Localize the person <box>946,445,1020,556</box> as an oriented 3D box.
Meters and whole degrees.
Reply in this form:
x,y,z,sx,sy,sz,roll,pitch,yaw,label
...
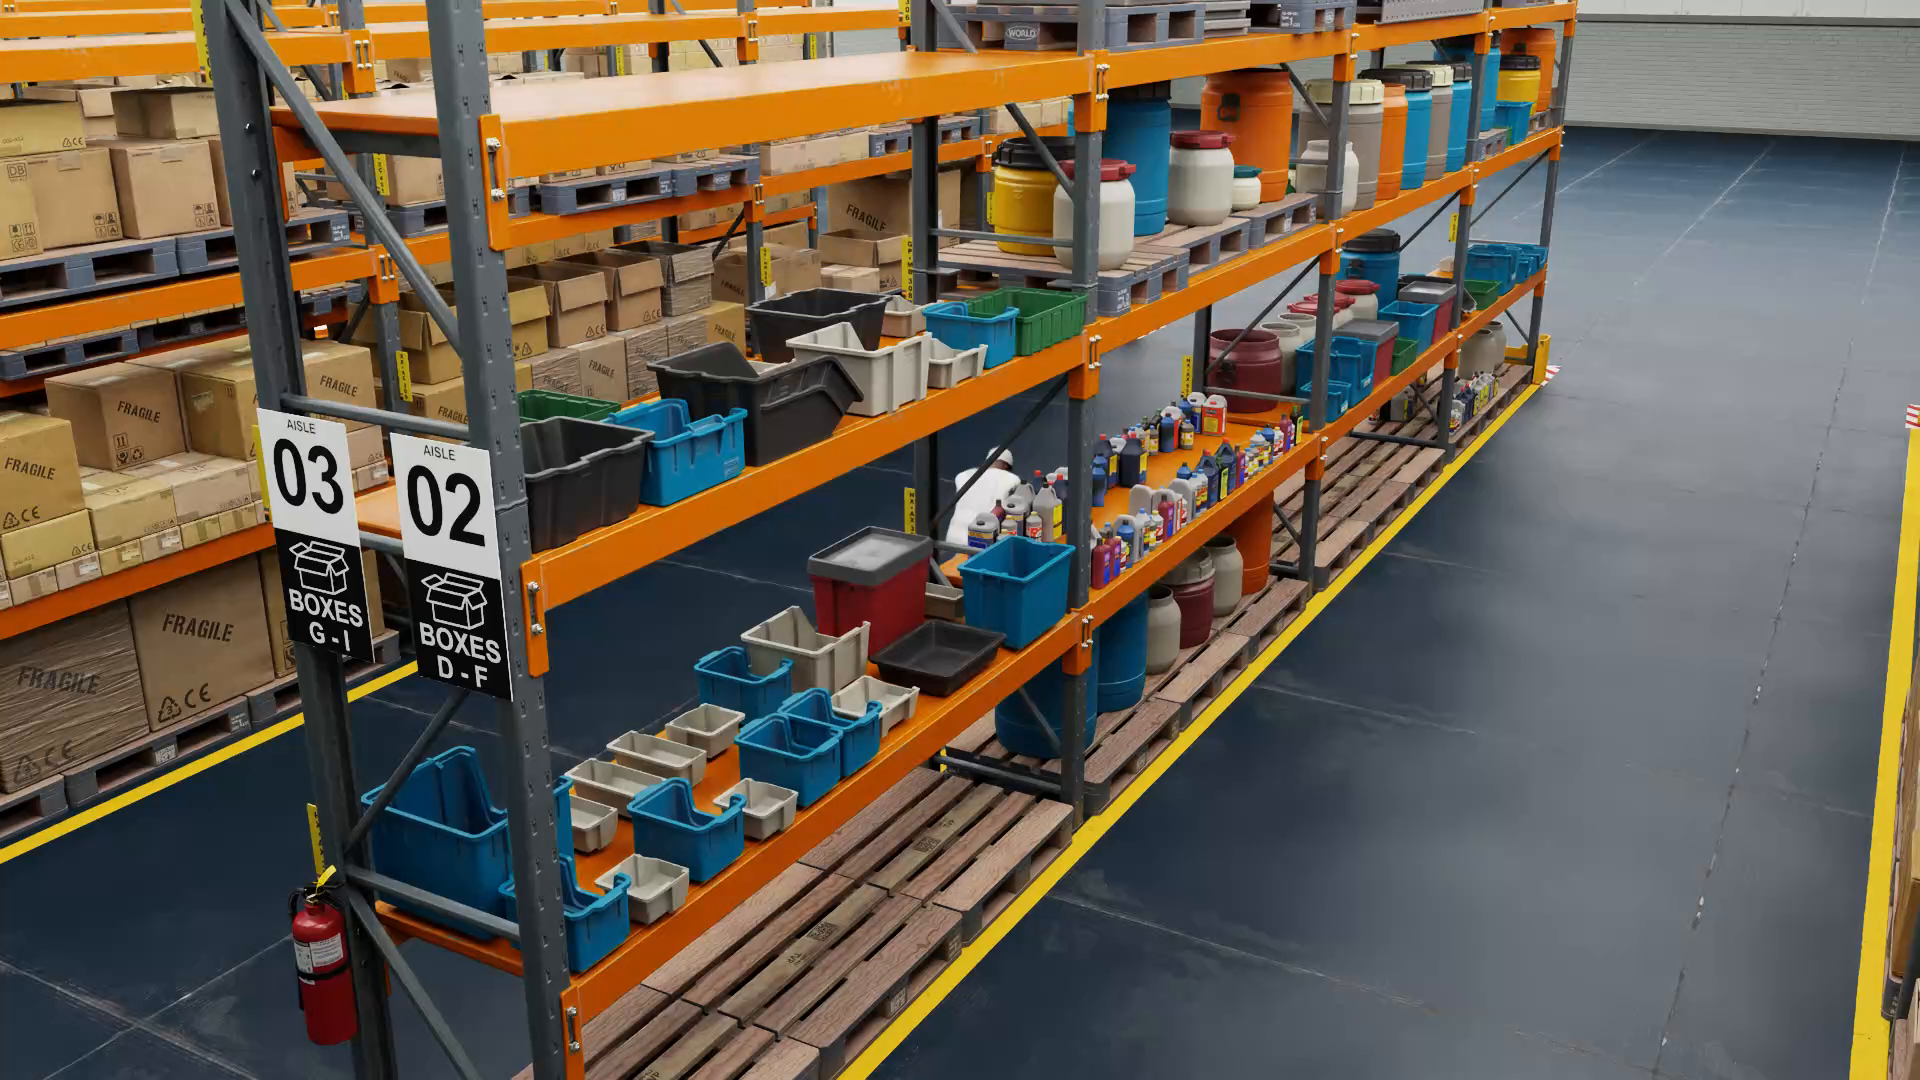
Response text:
x,y,z,sx,sy,sz,roll,pitch,yaw,label
0.214,-0.181,12.702,0.565,0.968,0.903,10,22,27,person
